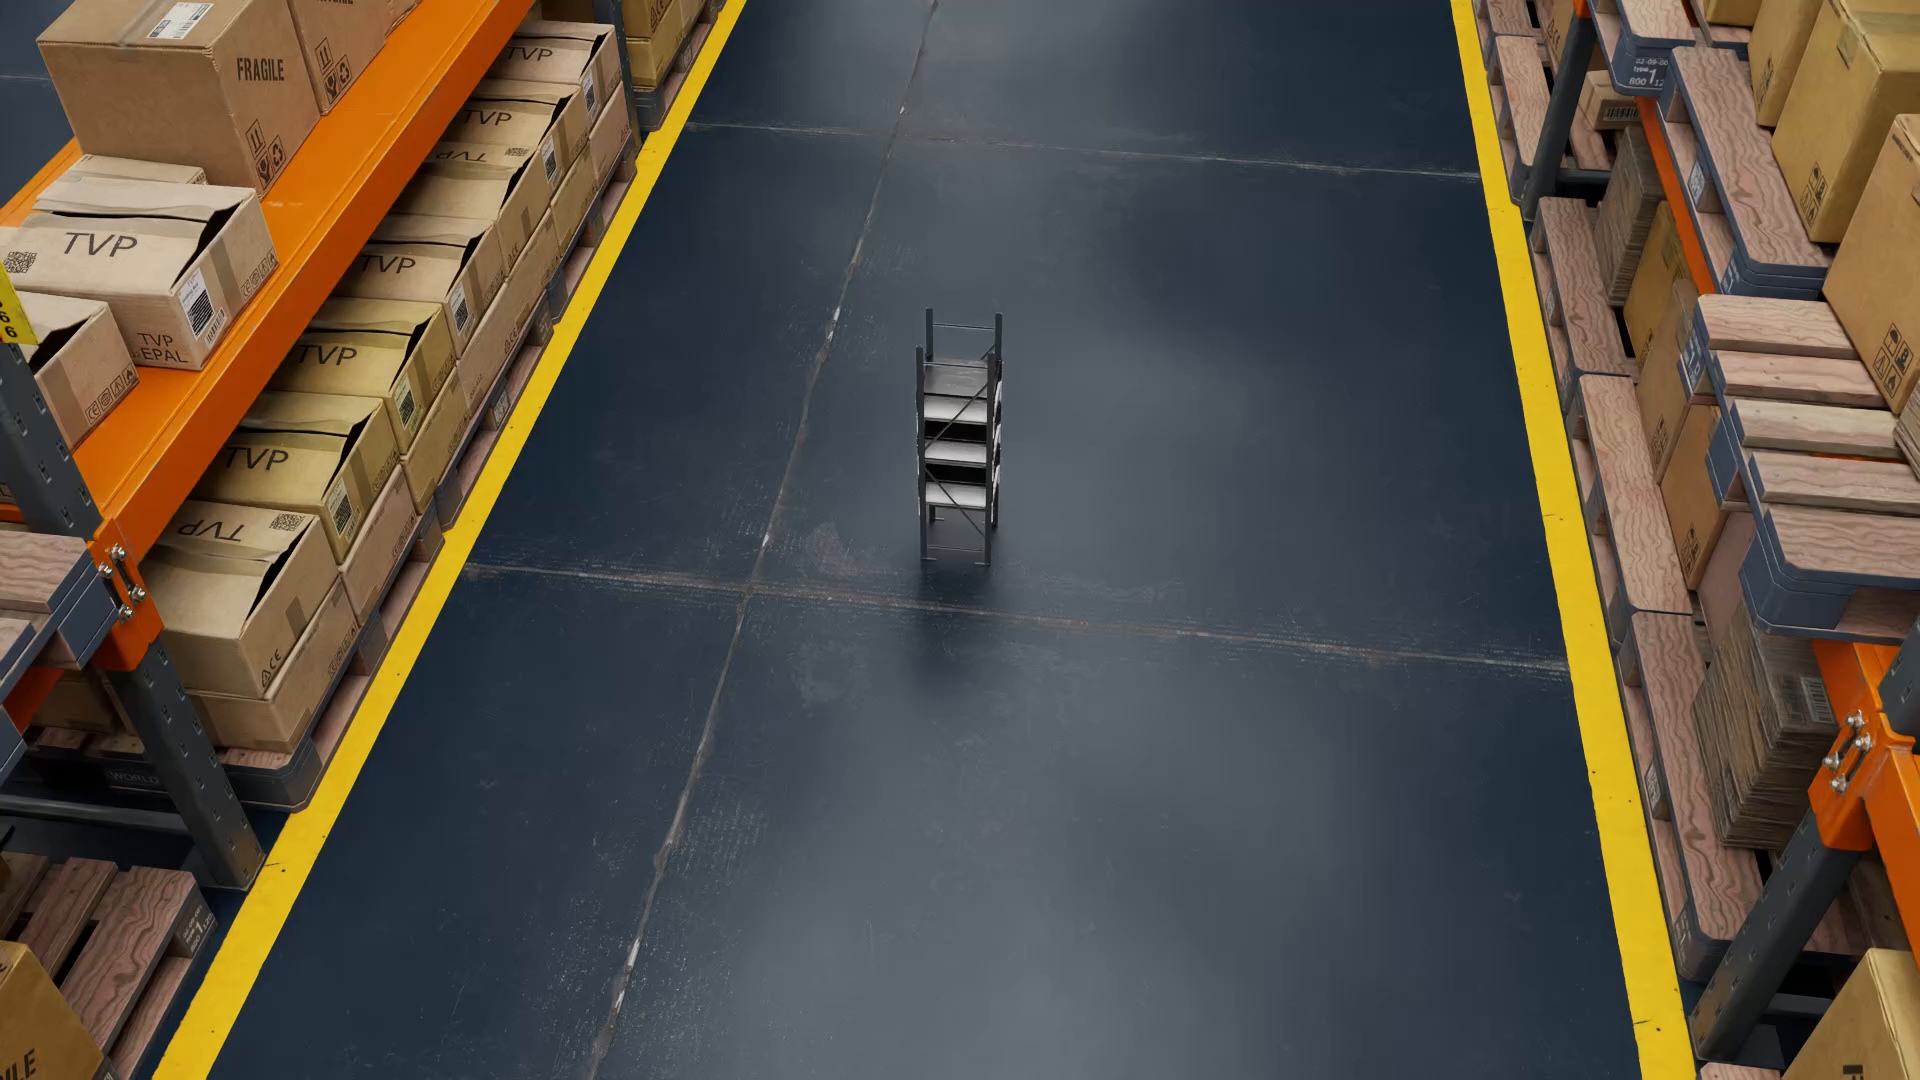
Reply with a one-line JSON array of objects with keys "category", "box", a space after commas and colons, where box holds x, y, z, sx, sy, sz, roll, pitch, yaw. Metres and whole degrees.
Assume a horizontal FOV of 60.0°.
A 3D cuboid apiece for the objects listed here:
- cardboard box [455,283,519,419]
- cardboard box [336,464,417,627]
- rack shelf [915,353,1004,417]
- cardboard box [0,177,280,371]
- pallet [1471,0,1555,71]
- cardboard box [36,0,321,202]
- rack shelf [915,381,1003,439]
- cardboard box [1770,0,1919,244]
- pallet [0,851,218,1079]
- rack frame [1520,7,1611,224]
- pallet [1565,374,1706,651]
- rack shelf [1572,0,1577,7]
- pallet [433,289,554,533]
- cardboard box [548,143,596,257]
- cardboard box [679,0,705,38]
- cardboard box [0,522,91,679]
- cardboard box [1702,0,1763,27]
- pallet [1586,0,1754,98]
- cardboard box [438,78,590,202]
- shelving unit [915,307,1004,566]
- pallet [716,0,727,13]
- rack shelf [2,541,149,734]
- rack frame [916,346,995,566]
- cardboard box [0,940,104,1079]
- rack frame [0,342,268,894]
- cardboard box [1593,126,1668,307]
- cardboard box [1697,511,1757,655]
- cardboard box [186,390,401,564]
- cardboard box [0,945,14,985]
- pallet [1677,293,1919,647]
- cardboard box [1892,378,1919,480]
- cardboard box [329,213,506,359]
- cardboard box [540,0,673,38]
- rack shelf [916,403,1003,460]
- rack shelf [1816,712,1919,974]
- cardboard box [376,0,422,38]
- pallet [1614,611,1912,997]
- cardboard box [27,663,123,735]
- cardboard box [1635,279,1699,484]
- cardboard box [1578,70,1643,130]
[{"category": "cardboard box", "box": [-1.940, -0.710, 6.012, 0.500, 0.250, 0.500, 6, 44, 6]}, {"category": "cardboard box", "box": [-2.070, -0.005, 5.268, 0.500, 0.250, 0.500, 4, 44, 4]}, {"category": "rack shelf", "box": [-0.001, -0.493, 5.272, 0.258, 0.077, 0.200, 5, 44, 6]}, {"category": "cardboard box", "box": [-2.186, -0.738, 4.413, 0.500, 0.311, 0.500, 5, 44, 5]}, {"category": "pallet", "box": [3.156, -2.739, 8.489, 1.003, 0.211, 1.213, 5, 44, 6]}, {"category": "cardboard box", "box": [-2.291, -1.360, 4.932, 0.500, 0.500, 0.500, 3, 44, 3]}, {"category": "rack shelf", "box": [-0.001, -0.428, 5.334, 0.258, 0.077, 0.200, 5, 44, 6]}, {"category": "cardboard box", "box": [2.609, -1.099, 4.336, 0.700, 0.500, 0.500, 5, 44, 6]}, {"category": "pallet", "box": [-2.633, 1.340, 4.182, 1.003, 0.211, 1.213, 5, 44, 6]}, {"category": "rack frame", "box": [2.943, -2.457, 6.163, 1.000, 3.000, 0.127, 5, 44, 6]}, {"category": "pallet", "box": [2.683, -0.080, 5.681, 1.003, 0.211, 1.213, 5, 44, 6]}, {"category": "rack shelf", "box": [3.208, -3.559, 7.850, 1.077, 0.370, 4.000, 5, 44, 6]}, {"category": "pallet", "box": [-2.185, -0.553, 6.180, 1.003, 0.211, 1.213, 5, 44, 6]}, {"category": "cardboard box", "box": [-1.804, -1.405, 6.747, 0.500, 0.250, 0.500, 5, 44, 5]}, {"category": "cardboard box", "box": [-1.535, -2.687, 8.101, 0.500, 0.250, 0.500, 5, 44, 6]}, {"category": "cardboard box", "box": [-2.671, 0.085, 4.766, 0.500, 0.311, 0.500, 6, 44, 7]}, {"category": "cardboard box", "box": [2.761, -1.929, 5.213, 0.700, 0.500, 0.500, 9, 44, 10]}, {"category": "pallet", "box": [2.698, -1.879, 5.693, 1.003, 0.211, 1.213, 5, 44, 6]}, {"category": "cardboard box", "box": [-1.799, -1.605, 6.550, 0.500, 0.311, 0.500, 6, 44, 7]}, {"category": "shelving unit", "box": [-0.001, -0.321, 5.435, 0.258, 0.900, 0.210, 5, 44, 6]}, {"category": "pallet", "box": [-1.662, -3.264, 9.044, 1.003, 0.211, 1.213, 5, 44, 6]}, {"category": "rack shelf", "box": [-2.761, 1.446, 2.565, 1.077, 0.370, 4.000, 5, 44, 6]}, {"category": "rack frame", "box": [-0.015, -0.252, 5.362, 0.240, 0.900, 0.006, 5, 44, 6]}, {"category": "cardboard box", "box": [-2.387, 1.228, 3.769, 0.500, 0.500, 0.500, 7, 44, 7]}, {"category": "rack frame", "box": [-2.496, -0.178, 3.757, 1.000, 3.000, 0.127, 5, 44, 6]}, {"category": "cardboard box", "box": [2.862, -1.206, 6.340, 0.700, 0.500, 0.500, 7, 44, 7]}, {"category": "cardboard box", "box": [2.641, 0.181, 4.875, 0.700, 0.500, 0.500, 5, 44, 5]}, {"category": "cardboard box", "box": [-2.075, -0.225, 5.093, 0.500, 0.311, 0.500, 4, 44, 4]}, {"category": "cardboard box", "box": [-2.391, 0.995, 3.471, 0.500, 0.250, 0.500, 7, 44, 7]}, {"category": "pallet", "box": [2.403, -0.156, 3.873, 1.213, 0.211, 1.003, 5, 44, 6]}, {"category": "cardboard box", "box": [2.467, -0.248, 3.438, 0.700, 0.500, 0.500, 1, 43, 1]}, {"category": "cardboard box", "box": [-1.938, -0.923, 5.830, 0.500, 0.311, 0.500, 5, 44, 5]}, {"category": "cardboard box", "box": [-1.596, -2.618, 7.483, 0.500, 0.500, 0.500, 5, 44, 6]}, {"category": "rack shelf", "box": [-0.001, -0.362, 5.396, 0.258, 0.077, 0.200, 5, 44, 6]}, {"category": "rack shelf", "box": [2.150, 1.894, 2.092, 1.077, 0.370, 4.000, 5, 44, 6]}, {"category": "cardboard box", "box": [-2.155, -2.060, 5.671, 0.500, 0.500, 0.500, 8, 44, 9]}, {"category": "pallet", "box": [2.519, 0.749, 4.805, 1.003, 0.211, 1.213, 5, 44, 6]}, {"category": "cardboard box", "box": [-2.669, 0.287, 4.960, 0.500, 0.250, 0.500, 6, 44, 7]}, {"category": "cardboard box", "box": [2.736, -0.505, 5.600, 0.700, 0.500, 0.500, 6, 44, 6]}, {"category": "cardboard box", "box": [2.984, -1.955, 7.374, 0.380, 0.166, 0.250, 0, 43, 0]}]
